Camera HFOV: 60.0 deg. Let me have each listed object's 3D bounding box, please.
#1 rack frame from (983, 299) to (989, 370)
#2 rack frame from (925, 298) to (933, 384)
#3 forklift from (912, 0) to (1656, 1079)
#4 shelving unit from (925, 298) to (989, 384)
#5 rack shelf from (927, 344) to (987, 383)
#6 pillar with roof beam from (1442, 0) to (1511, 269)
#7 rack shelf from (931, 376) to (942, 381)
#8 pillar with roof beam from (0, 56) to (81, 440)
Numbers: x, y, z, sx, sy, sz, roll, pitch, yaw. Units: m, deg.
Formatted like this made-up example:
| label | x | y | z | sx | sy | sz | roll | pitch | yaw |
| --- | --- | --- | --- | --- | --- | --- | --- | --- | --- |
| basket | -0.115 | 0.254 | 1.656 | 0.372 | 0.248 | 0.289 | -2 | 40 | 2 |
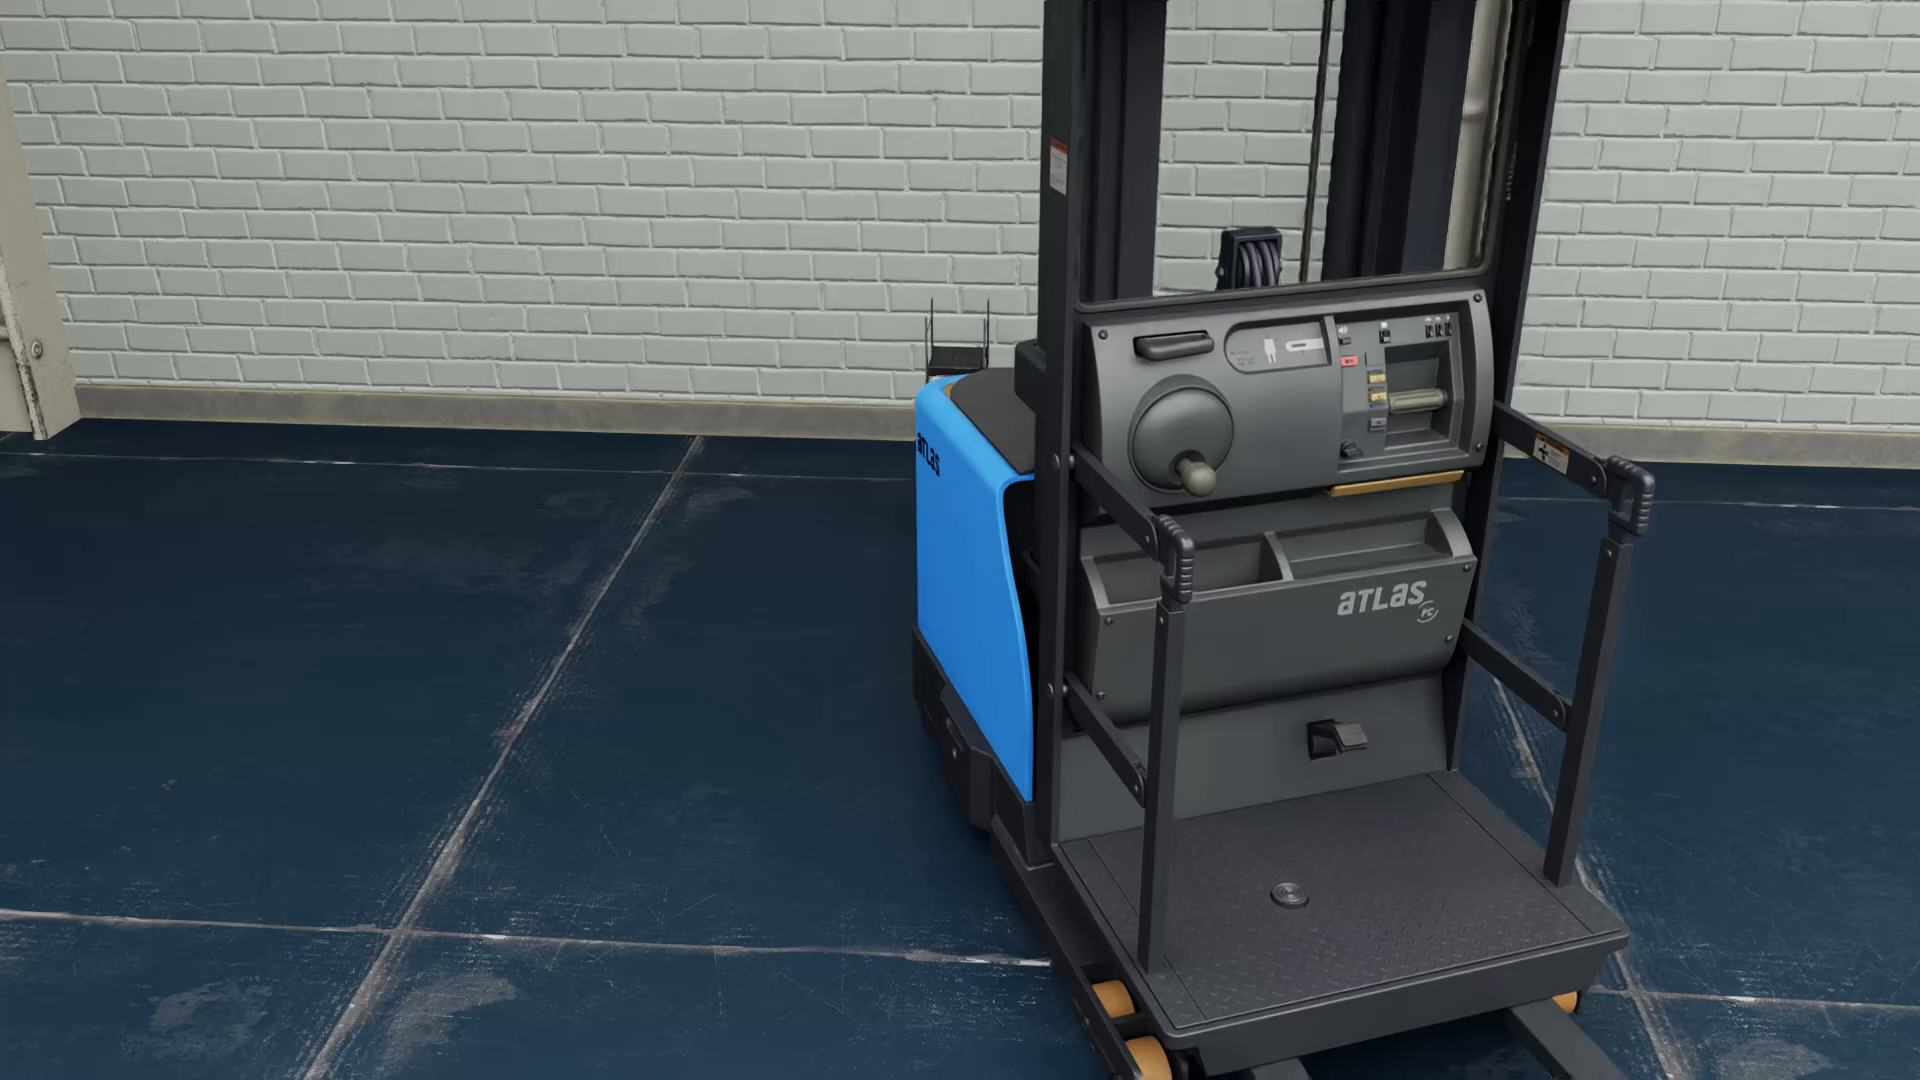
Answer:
| label | x | y | z | sx | sy | sz | roll | pitch | yaw |
| --- | --- | --- | --- | --- | --- | --- | --- | --- | --- |
| rack frame | 0.093 | -0.406 | 6.055 | 0.006 | 0.900 | 0.240 | 2 | 25 | 4 |
| rack frame | -0.109 | -0.412 | 6.070 | 0.006 | 0.900 | 0.240 | 2 | 25 | 4 |
| forklift | 0.786 | -0.285 | 3.364 | 1.130 | 2.935 | 3.031 | -7 | 26 | -16 |
| shelving unit | -0.008 | -0.409 | 6.062 | 0.210 | 0.900 | 0.258 | 2 | 25 | 4 |
| rack shelf | -0.008 | -0.624 | 5.964 | 0.200 | 0.077 | 0.258 | 2 | 25 | 4 |
| pillar with roof beam | 1.515 | -2.605 | 1.146 | 0.400 | 9.000 | 9.100 | 2 | 25 | 4 |
| rack shelf | -0.008 | -0.542 | 6.001 | 0.200 | 0.077 | 0.258 | 2 | 25 | 4 |
| pillar with roof beam | -4.467 | -2.797 | 1.563 | 0.400 | 9.000 | 9.100 | 2 | 25 | 4 |
